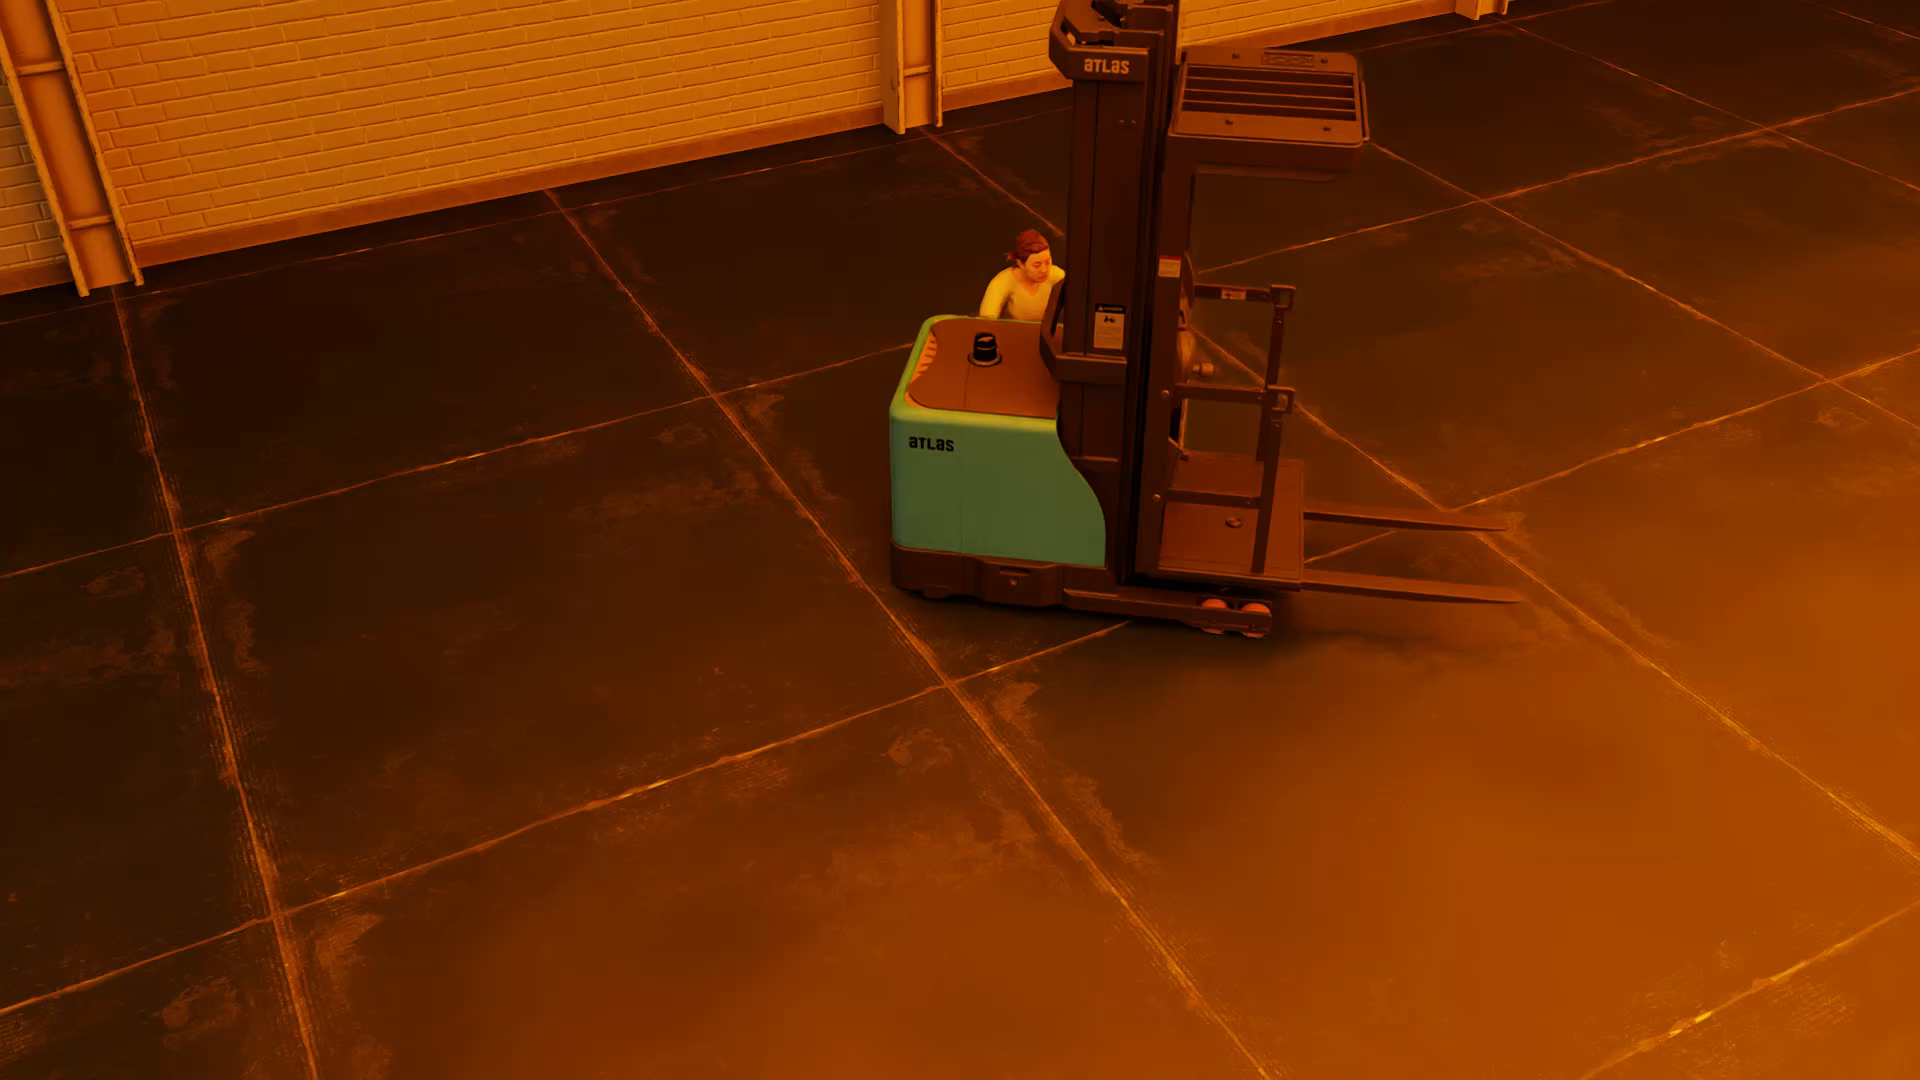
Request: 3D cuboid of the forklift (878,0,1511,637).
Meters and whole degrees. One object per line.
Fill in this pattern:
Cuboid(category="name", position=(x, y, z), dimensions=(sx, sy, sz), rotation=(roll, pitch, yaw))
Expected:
Cuboid(category="forklift", position=(1.171, -1.064, 7.628), dimensions=(3.031, 2.935, 1.130), rotation=(6, 36, 8))

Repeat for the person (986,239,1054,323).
Cuboid(category="person", position=(0.484, -0.888, 8.769), dimensions=(0.824, 1.442, 0.873), rotation=(-23, 41, -29))
